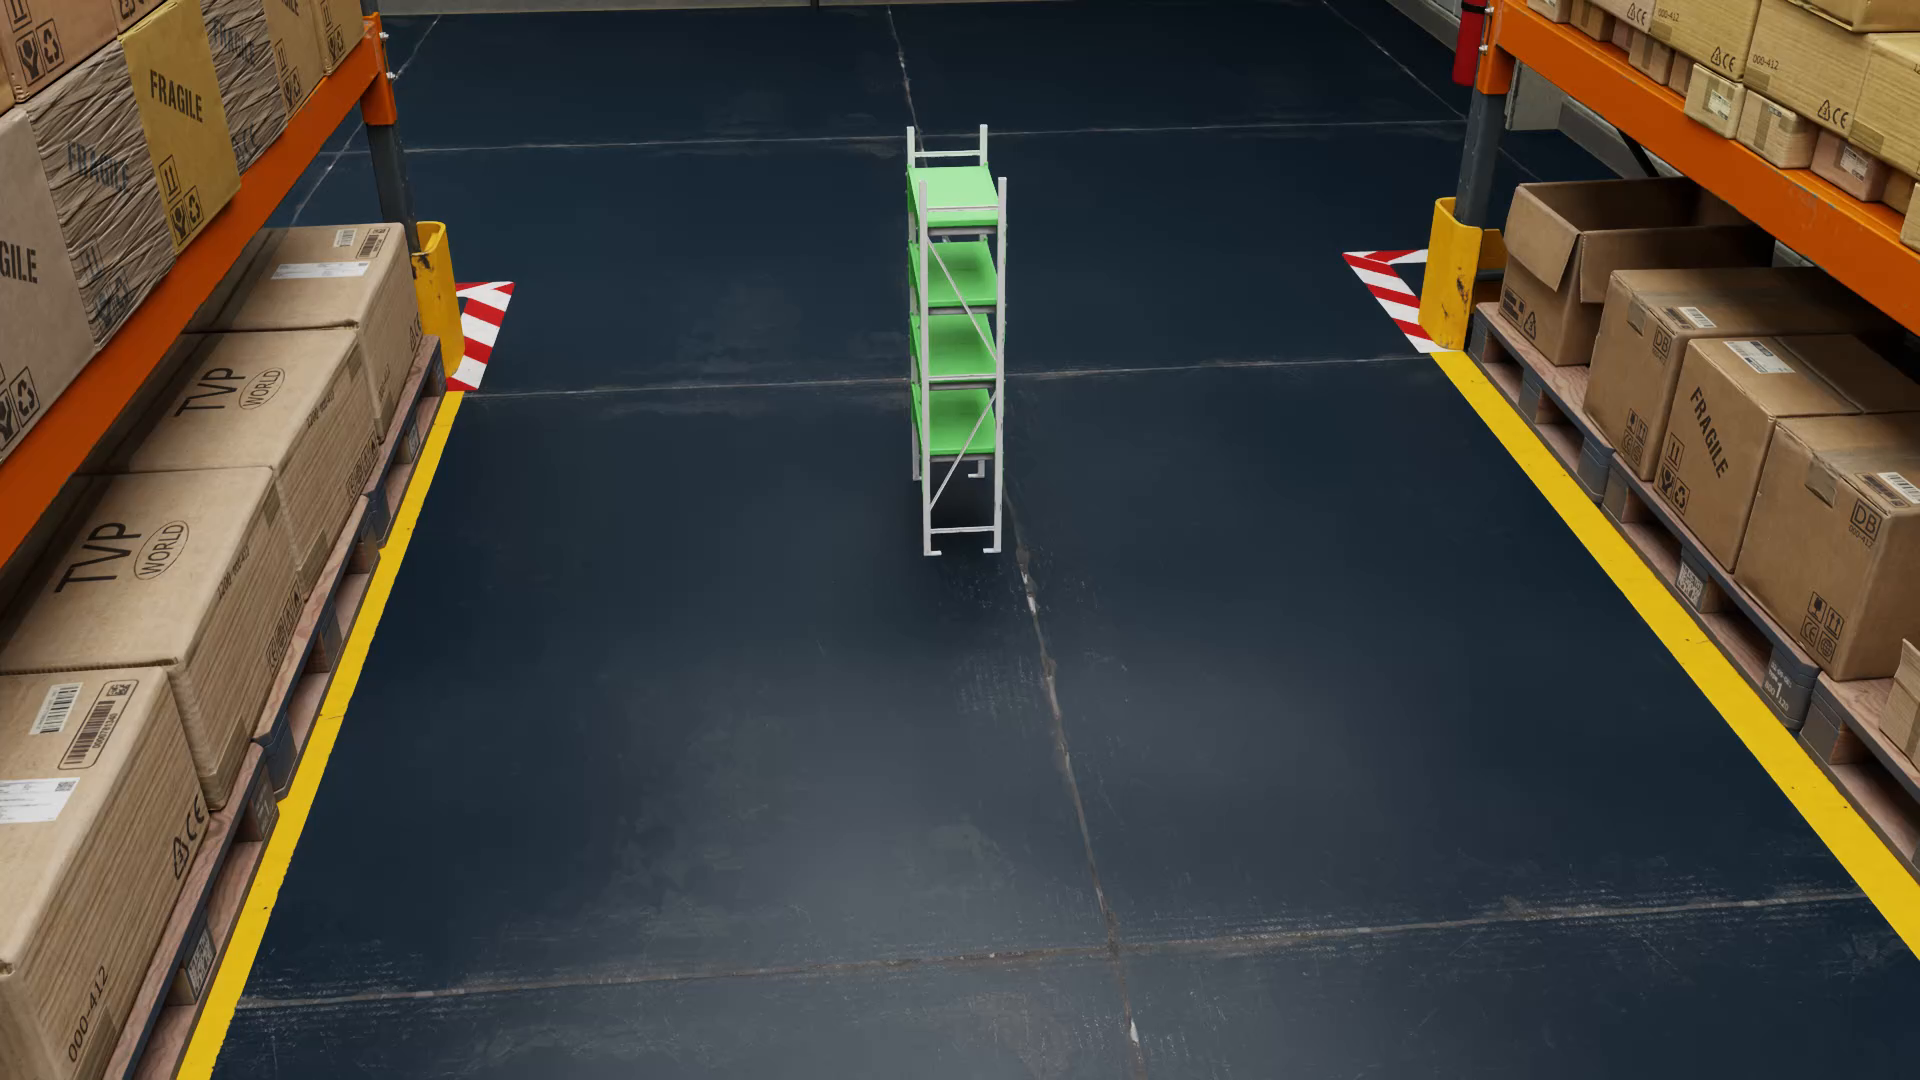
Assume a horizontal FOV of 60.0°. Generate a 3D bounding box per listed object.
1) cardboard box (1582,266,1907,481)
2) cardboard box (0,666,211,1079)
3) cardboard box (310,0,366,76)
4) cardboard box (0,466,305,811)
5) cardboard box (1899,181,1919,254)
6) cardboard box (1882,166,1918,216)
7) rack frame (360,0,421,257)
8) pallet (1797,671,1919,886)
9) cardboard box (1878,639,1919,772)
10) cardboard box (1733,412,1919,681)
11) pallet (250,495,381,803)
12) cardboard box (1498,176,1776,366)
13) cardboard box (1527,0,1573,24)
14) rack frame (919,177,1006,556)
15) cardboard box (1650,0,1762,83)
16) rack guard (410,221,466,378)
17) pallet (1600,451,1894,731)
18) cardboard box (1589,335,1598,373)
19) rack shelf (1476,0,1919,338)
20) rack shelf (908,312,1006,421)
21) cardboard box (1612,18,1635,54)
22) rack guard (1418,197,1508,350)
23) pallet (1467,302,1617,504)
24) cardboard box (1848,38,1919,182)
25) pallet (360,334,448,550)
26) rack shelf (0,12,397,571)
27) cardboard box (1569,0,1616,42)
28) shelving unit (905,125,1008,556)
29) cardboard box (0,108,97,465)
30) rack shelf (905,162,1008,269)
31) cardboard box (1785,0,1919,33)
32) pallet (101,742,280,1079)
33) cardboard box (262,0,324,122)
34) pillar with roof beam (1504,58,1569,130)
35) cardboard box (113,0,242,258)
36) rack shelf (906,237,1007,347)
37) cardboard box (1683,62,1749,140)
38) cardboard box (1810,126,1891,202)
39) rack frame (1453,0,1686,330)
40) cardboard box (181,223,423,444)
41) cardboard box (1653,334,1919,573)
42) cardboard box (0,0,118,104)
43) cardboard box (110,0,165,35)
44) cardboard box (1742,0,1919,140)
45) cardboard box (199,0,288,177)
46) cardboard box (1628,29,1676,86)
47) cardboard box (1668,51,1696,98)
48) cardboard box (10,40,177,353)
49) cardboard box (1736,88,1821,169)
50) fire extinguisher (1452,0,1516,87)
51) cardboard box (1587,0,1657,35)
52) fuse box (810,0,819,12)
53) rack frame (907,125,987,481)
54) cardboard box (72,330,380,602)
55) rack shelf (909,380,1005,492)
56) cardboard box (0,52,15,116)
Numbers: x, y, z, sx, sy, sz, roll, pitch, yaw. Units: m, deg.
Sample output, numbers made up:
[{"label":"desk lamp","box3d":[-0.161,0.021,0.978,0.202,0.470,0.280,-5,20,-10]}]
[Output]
[{"label":"cardboard box","box3d":[2.442,-0.531,5.242,0.700,0.500,0.500,-2,31,-3]},{"label":"cardboard box","box3d":[-2.082,0.697,3.247,0.875,0.438,0.875,-3,31,-5]},{"label":"cardboard box","box3d":[-2.195,-1.748,5.155,0.500,0.500,0.500,-3,31,-4]},{"label":"cardboard box","box3d":[-2.166,0.240,4.012,0.875,0.438,0.875,-4,31,-6]},{"label":"cardboard box","box3d":[2.387,-0.707,3.754,0.380,0.149,0.250,-3,31,-5]},{"label":"cardboard box","box3d":[2.474,-0.844,3.983,0.380,0.149,0.250,-2,31,-4]},{"label":"rack frame","box3d":[-2.504,-1.939,5.571,1.000,3.000,0.127,-3,31,-5]},{"label":"pallet","box3d":[2.748,0.710,3.856,1.003,0.211,1.213,-3,31,-5]},{"label":"cardboard box","box3d":[2.434,0.404,3.905,0.396,0.266,0.258,-2,31,-3]},{"label":"cardboard box","box3d":[2.539,-0.001,4.354,0.700,0.500,0.500,-4,31,-6]},{"label":"pallet","box3d":[-2.240,0.284,4.569,1.003,0.211,1.213,-3,31,-5]},{"label":"cardboard box","box3d":[2.401,-0.971,5.975,0.797,0.503,0.637,-4,31,-7]},{"label":"cardboard box","box3d":[2.195,-1.890,5.734,0.380,0.149,0.250,-3,31,-5]},{"label":"rack frame","box3d":[0.007,-0.475,4.875,0.240,1.200,0.015,-3,31,-5]},{"label":"cardboard box","box3d":[2.310,-1.482,4.662,0.500,0.250,0.500,-3,31,-6]},{"label":"rack guard","box3d":[-2.506,-0.878,6.233,1.175,0.500,0.348,-3,31,-5]},{"label":"pallet","box3d":[2.631,0.086,4.901,1.003,0.211,1.213,-3,31,-5]},{"label":"cardboard box","box3d":[2.402,-0.600,5.699,0.380,0.149,0.250,-4,31,-7]},{"label":"rack shelf","box3d":[2.625,-0.849,4.448,1.077,0.370,4.000,-3,31,-5]},{"label":"rack shelf","box3d":[-0.015,-0.545,5.117,0.258,0.148,0.480,-3,31,-5]},{"label":"cardboard box","box3d":[2.324,-1.630,5.299,0.380,0.149,0.250,-3,31,-5]},{"label":"rack guard","box3d":[2.445,-1.067,6.549,1.175,0.500,0.348,-3,31,-5]},{"label":"pallet","box3d":[2.520,-0.536,5.941,1.003,0.211,1.213,-3,31,-5]},{"label":"cardboard box","box3d":[2.426,-0.959,3.786,0.500,0.250,0.500,-3,31,-5]},{"label":"pallet","box3d":[-2.351,-0.337,5.609,1.003,0.211,1.213,-3,31,-5]},{"label":"rack shelf","box3d":[-2.317,-0.609,4.046,1.077,0.370,4.000,-3,31,-5]},{"label":"cardboard box","box3d":[2.265,-1.762,5.520,0.380,0.149,0.250,-2,31,-3]},{"label":"shelving unit","box3d":[-0.015,-0.600,5.084,0.258,1.200,0.503,-3,31,-5]},{"label":"cardboard box","box3d":[-1.956,-0.449,2.979,0.500,0.500,0.500,-3,31,-4]},{"label":"rack shelf","box3d":[-0.016,-0.957,4.870,0.258,0.148,0.480,-3,31,-5]},{"label":"cardboard box","box3d":[2.352,-1.554,4.051,0.500,0.500,0.500,-2,31,-3]},{"label":"pallet","box3d":[-2.123,0.908,3.524,1.003,0.211,1.213,-3,31,-5]},{"label":"cardboard box","box3d":[-2.163,-1.492,4.724,0.500,0.500,0.500,-3,31,-6]},{"label":"pillar with roof beam","box3d":[-1.203,-5.968,6.466,9.100,9.000,0.400,-3,31,-5]},{"label":"cardboard box","box3d":[-2.044,-0.966,3.845,0.500,0.500,0.500,-2,31,-3]},{"label":"rack shelf","box3d":[-0.016,-0.751,4.994,0.258,0.148,0.480,-3,31,-5]},{"label":"cardboard box","box3d":[2.266,-1.230,4.629,0.380,0.149,0.250,-4,31,-6]},{"label":"cardboard box","box3d":[2.404,-0.968,4.191,0.380,0.149,0.250,-3,31,-5]},{"label":"rack frame","box3d":[2.438,-2.179,5.973,1.000,3.000,0.127,-3,31,-5]},{"label":"cardboard box","box3d":[-2.343,-0.687,5.565,0.875,0.438,0.875,-4,31,-6]},{"label":"cardboard box","box3d":[2.392,-0.256,4.782,0.500,0.500,0.500,-2,31,-4]},{"label":"cardboard box","box3d":[-2.011,-1.144,3.168,0.500,0.500,0.500,-2,31,-4]},{"label":"cardboard box","box3d":[-2.056,-1.402,3.599,0.500,0.500,0.500,-3,31,-5]},{"label":"cardboard box","box3d":[2.379,-1.222,4.226,0.500,0.250,0.500,-4,31,-6]},{"label":"cardboard box","box3d":[-2.106,-1.229,4.286,0.500,0.500,0.500,-2,31,-3]},{"label":"cardboard box","box3d":[2.287,-1.498,5.078,0.380,0.149,0.250,-2,31,-3]},{"label":"cardboard box","box3d":[2.317,-1.363,4.851,0.380,0.149,0.250,-2,31,-4]},{"label":"cardboard box","box3d":[-1.996,-0.703,3.405,0.500,0.500,0.500,-3,31,-4]},{"label":"cardboard box","box3d":[2.311,-1.096,4.406,0.380,0.149,0.250,-2,31,-3]},{"label":"fire extinguisher","box3d":[1.964,-2.039,6.177,0.296,0.674,0.183,-3,31,-5]},{"label":"cardboard box","box3d":[2.259,-1.740,5.095,0.500,0.250,0.500,-2,31,-4]},{"label":"fuse box","box3d":[-0.949,-4.290,10.763,0.539,1.711,0.414,-3,31,-5]},{"label":"rack frame","box3d":[-0.038,-0.724,5.292,0.240,1.200,0.015,-3,31,-5]},{"label":"cardboard box","box3d":[-2.249,-0.220,4.783,0.875,0.438,0.875,-2,31,-3]},{"label":"rack shelf","box3d":[-0.015,-0.339,5.240,0.258,0.148,0.480,-3,31,-5]},{"label":"cardboard box","box3d":[-1.974,-0.882,2.729,0.500,0.500,0.500,-3,31,-5]}]
